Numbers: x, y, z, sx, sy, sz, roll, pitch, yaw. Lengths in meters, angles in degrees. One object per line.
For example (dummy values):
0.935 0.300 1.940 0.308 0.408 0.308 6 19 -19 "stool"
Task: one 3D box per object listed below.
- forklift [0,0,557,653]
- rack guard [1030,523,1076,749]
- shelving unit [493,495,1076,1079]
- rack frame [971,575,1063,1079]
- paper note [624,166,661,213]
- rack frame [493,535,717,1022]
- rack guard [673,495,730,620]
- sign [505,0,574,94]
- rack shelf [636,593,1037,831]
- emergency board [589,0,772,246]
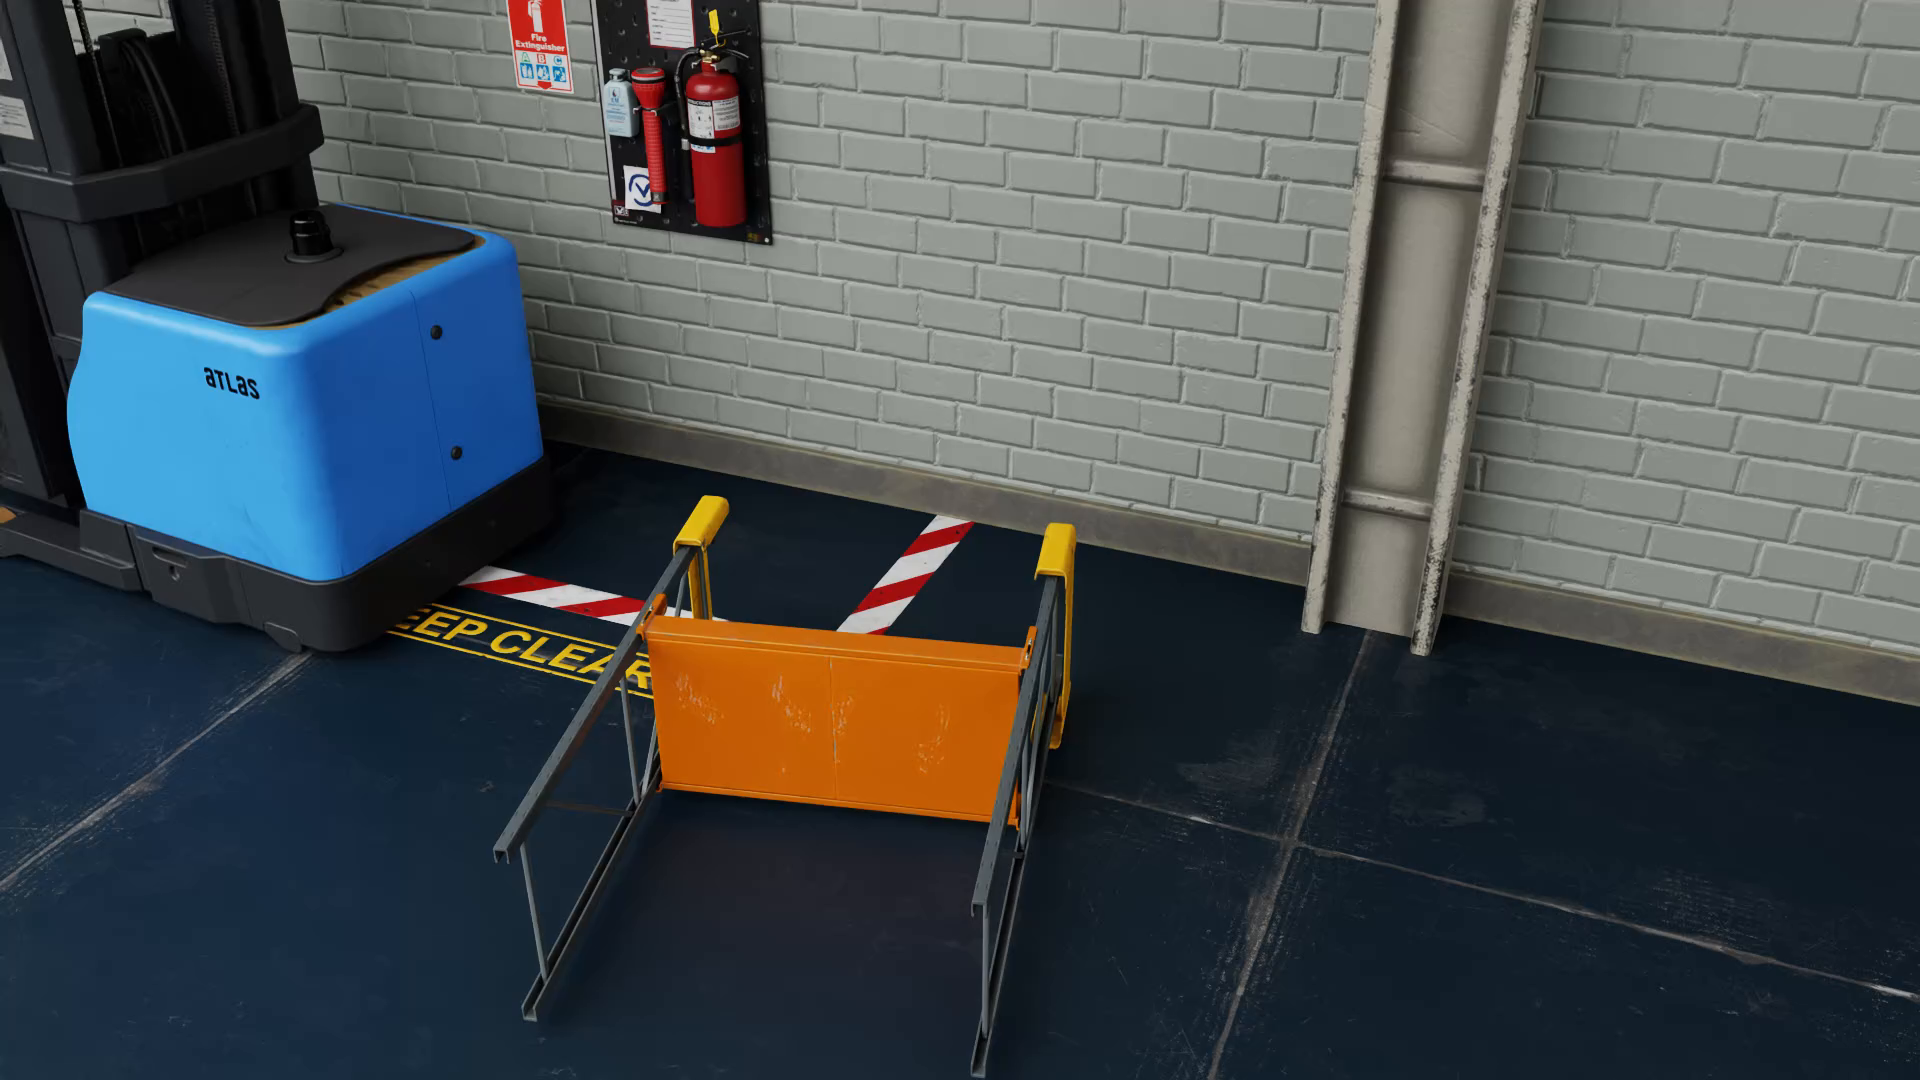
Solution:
-2.943 -1.431 5.302 3.031 2.935 1.130 14 33 24 "forklift"
0.261 0.270 4.644 0.087 0.587 0.250 5 30 8 "rack guard"
-0.332 0.537 4.179 1.083 0.587 1.500 5 30 8 "shelving unit"
0.161 0.576 4.108 0.032 0.500 1.500 5 30 8 "rack frame"
-1.097 -1.209 5.736 0.142 0.148 0.016 11 31 19 "paper note"
-0.843 0.495 4.252 0.032 0.500 1.500 5 30 8 "rack frame"
-0.722 0.191 4.784 0.087 0.587 0.250 5 30 8 "rack guard"
-1.432 -1.693 5.661 0.234 0.329 0.001 11 31 19 "sign"
-0.312 0.448 4.334 1.000 0.538 0.185 5 30 8 "rack shelf"
-0.958 -1.529 5.406 0.643 1.169 0.194 11 31 19 "emergency board"
